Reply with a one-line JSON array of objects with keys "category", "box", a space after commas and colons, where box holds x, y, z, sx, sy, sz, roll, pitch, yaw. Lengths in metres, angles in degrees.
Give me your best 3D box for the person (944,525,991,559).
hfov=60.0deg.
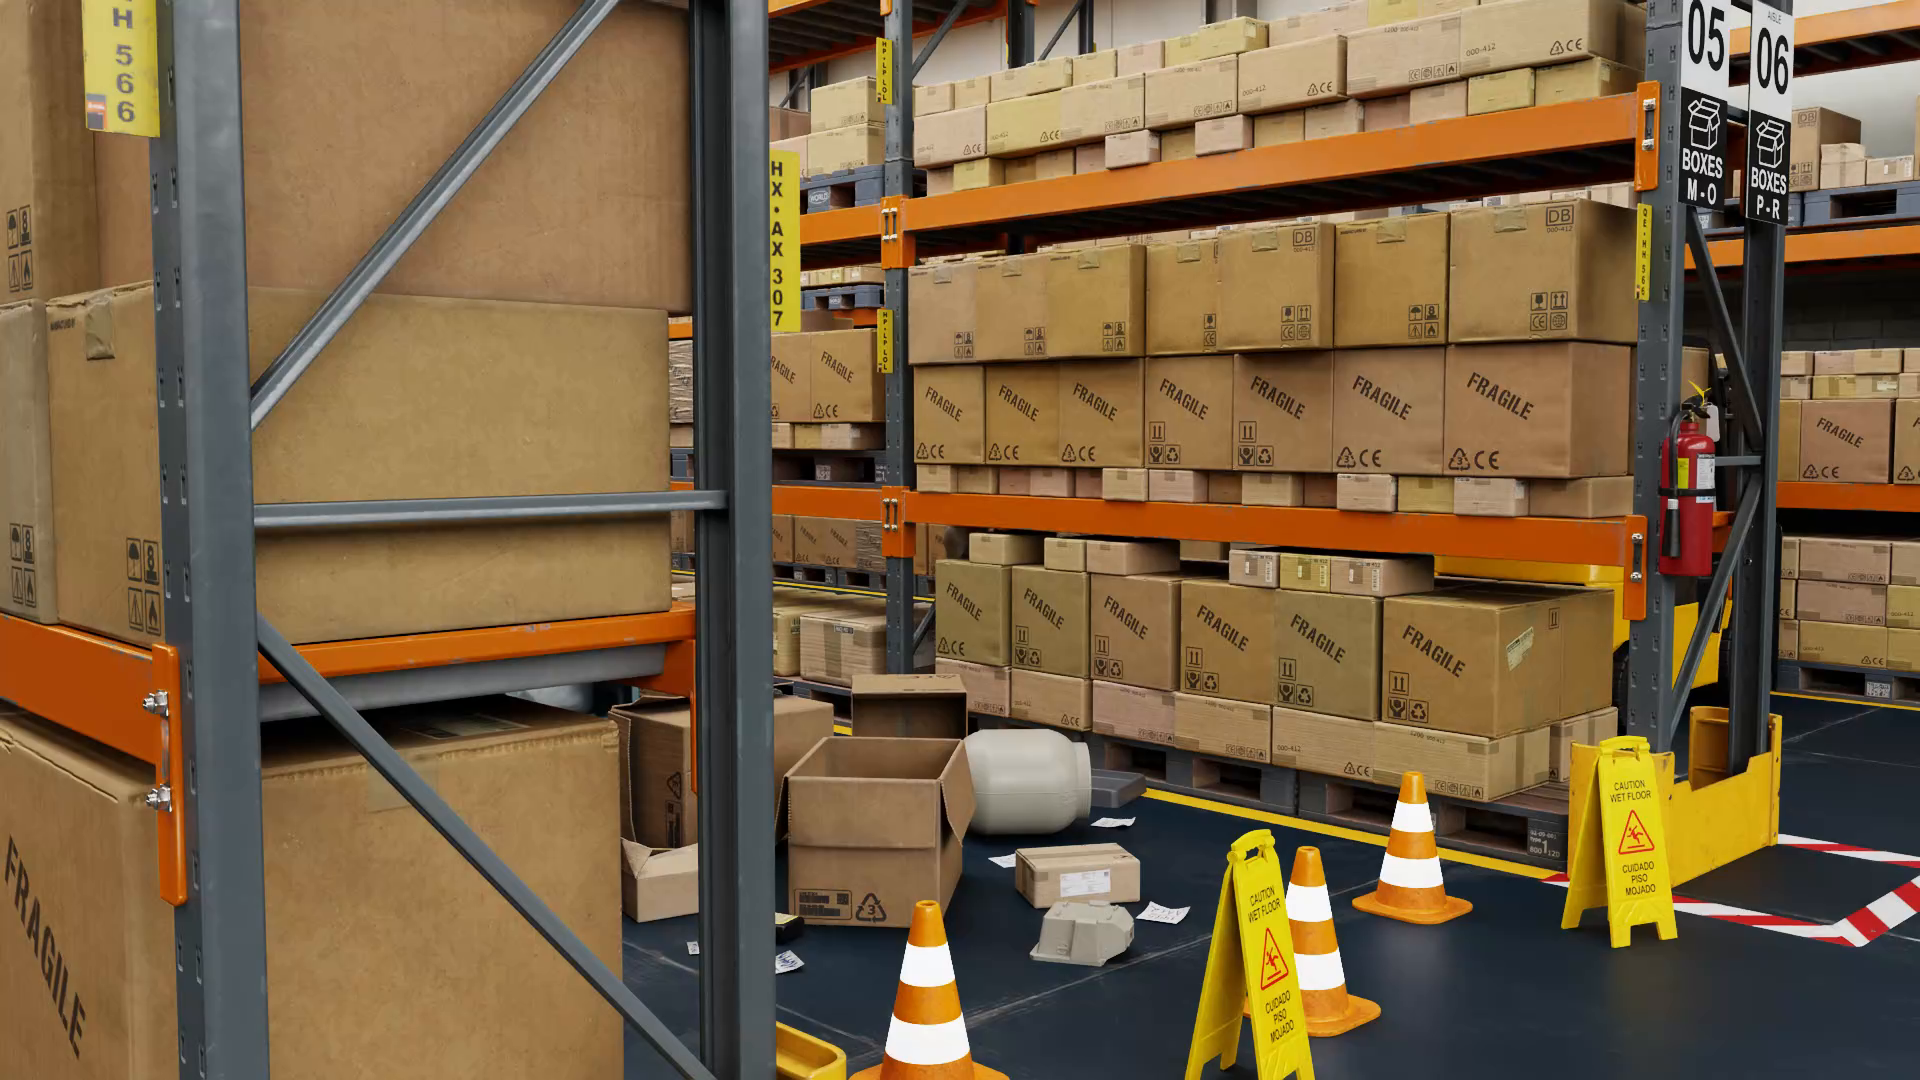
[{"category": "person", "box": [0.199, 0.047, 11.318, 0.480, 1.655, 0.606, -4, 5, -45]}]
